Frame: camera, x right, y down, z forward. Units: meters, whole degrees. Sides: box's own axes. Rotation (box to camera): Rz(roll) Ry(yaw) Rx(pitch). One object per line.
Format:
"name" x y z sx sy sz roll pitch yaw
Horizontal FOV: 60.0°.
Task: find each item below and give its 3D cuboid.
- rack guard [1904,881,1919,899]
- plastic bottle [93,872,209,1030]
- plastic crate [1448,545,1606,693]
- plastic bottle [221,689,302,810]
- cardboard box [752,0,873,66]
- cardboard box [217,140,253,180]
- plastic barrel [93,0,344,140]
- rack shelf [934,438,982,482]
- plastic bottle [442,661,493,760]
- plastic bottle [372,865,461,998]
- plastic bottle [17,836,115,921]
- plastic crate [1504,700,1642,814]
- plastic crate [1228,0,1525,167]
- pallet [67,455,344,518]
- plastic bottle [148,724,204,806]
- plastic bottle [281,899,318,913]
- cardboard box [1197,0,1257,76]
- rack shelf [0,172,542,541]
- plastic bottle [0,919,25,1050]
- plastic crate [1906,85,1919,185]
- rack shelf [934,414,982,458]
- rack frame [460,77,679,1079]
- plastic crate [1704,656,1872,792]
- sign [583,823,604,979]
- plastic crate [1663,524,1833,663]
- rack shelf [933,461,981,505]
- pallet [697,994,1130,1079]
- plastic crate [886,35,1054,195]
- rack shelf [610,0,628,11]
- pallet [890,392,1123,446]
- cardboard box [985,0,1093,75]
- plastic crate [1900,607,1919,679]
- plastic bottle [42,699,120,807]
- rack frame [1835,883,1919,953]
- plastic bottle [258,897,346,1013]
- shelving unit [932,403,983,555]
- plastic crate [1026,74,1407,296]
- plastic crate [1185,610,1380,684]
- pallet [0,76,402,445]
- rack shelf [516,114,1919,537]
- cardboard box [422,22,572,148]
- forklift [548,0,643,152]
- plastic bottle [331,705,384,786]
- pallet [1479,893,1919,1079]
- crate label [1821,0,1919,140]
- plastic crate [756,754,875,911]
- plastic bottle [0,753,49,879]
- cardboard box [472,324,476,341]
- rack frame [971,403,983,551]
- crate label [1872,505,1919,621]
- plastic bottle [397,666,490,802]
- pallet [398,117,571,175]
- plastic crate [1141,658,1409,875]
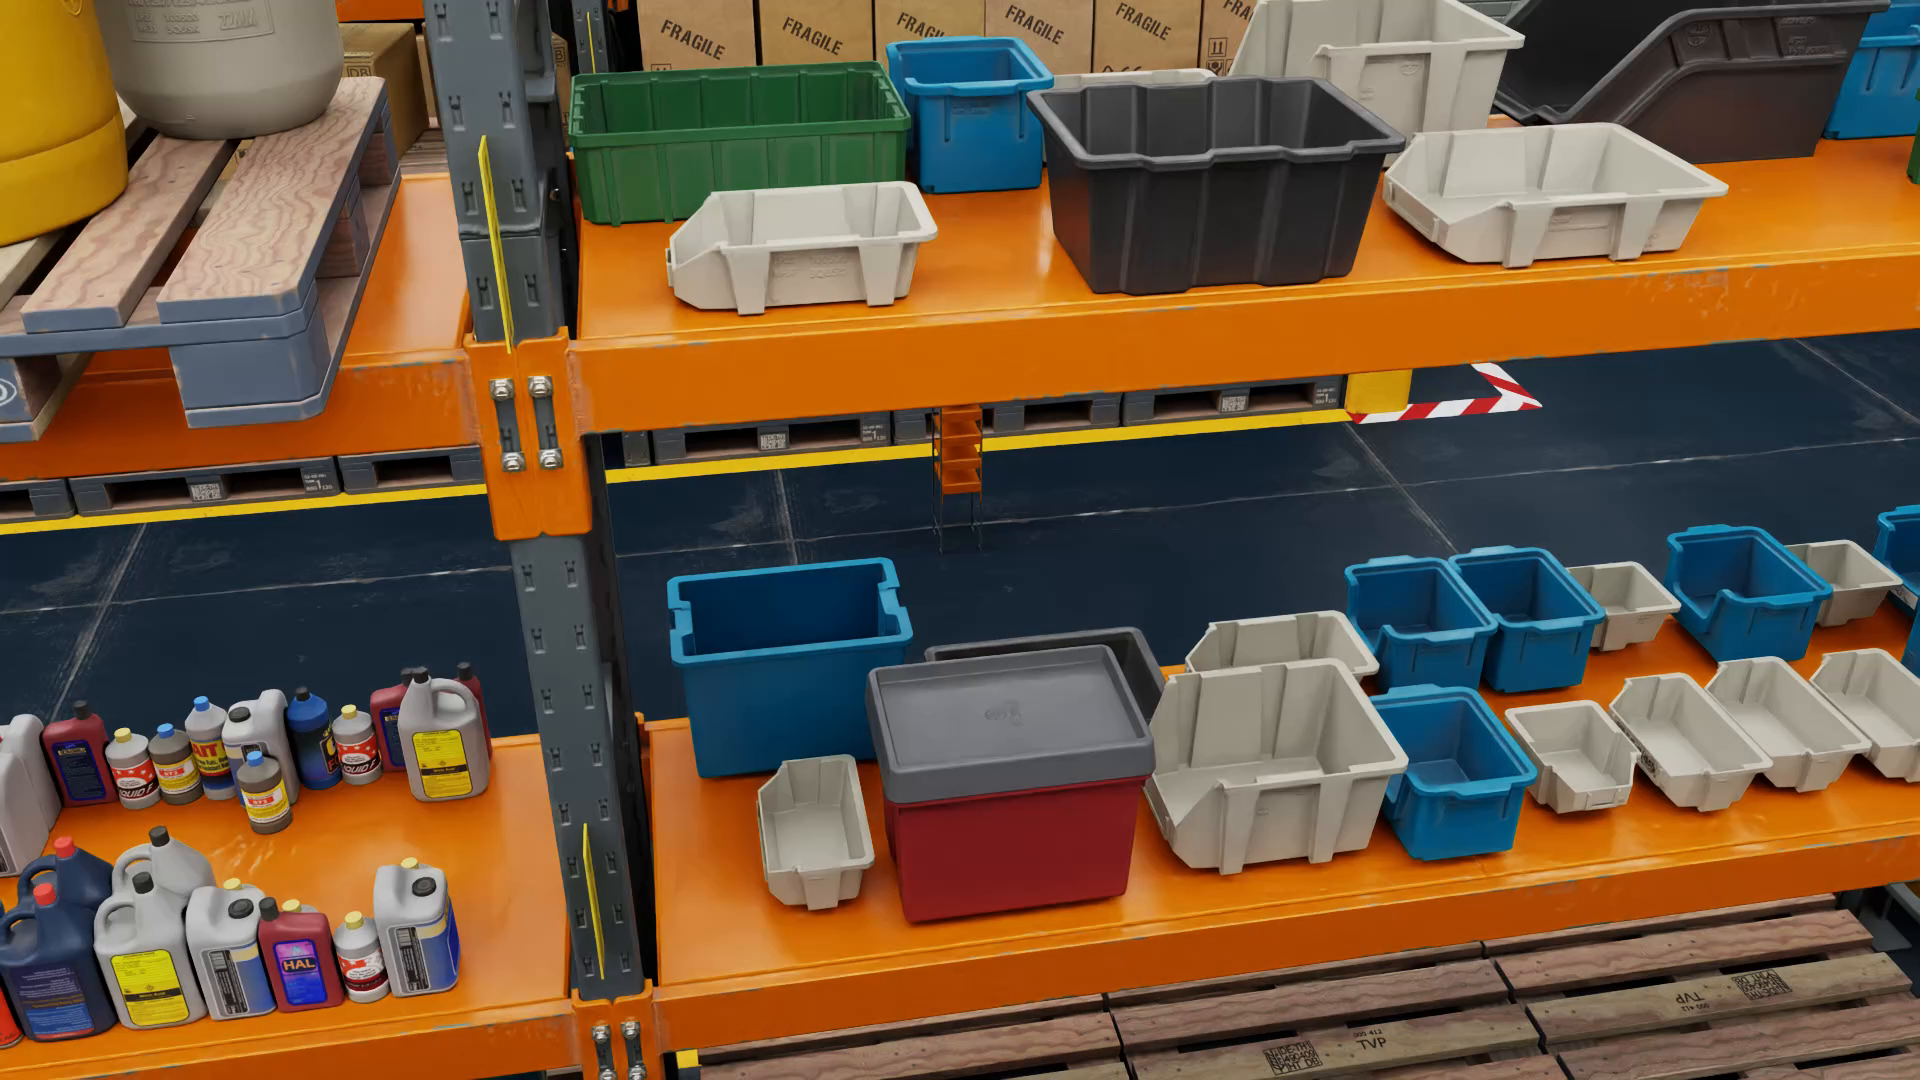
"rack guard" 3.134 1.267 5.102 0.348 0.500 1.175 -5 31 -9
"plastic bottle" -1.668 0.831 3.425 0.185 0.351 0.144 -5 31 -9
"plastic crate" 1.515 0.223 4.518 0.300 0.233 0.416 -5 31 -9
"plastic bottle" -1.706 0.502 4.059 0.135 0.276 0.152 -5 31 -9
"cardboard box" -0.689 -2.331 7.670 0.500 0.500 0.500 -6 31 -10
"cardboard box" -3.438 -1.939 7.575 0.500 0.500 0.700 -13 33 -21
"plastic barrel" -1.385 -1.047 3.063 0.433 0.535 0.433 0 30 0
"rack shelf" -0.014 -0.374 7.527 0.180 0.103 0.258 -5 31 -9
"plastic bottle" -1.260 0.434 4.167 0.133 0.283 0.061 -5 31 -9
"plastic bottle" -1.152 0.814 3.529 0.135 0.276 0.152 -5 31 -9
"plastic bottle" -1.875 0.776 3.519 0.185 0.351 0.144 -5 31 -9
"plastic crate" 1.498 0.544 4.067 0.250 0.136 0.298 -5 31 -9
"plastic crate" 0.877 -0.996 3.641 0.530 0.282 0.437 -5 31 -9
"pallet" -3.707 -0.499 8.390 1.213 0.211 1.003 -5 31 -9
"plastic bottle" -1.921 0.540 4.068 0.097 0.201 0.097 0 30 0
"plastic bottle" -1.403 0.852 3.538 0.097 0.201 0.097 0 30 0
"cardboard box" 1.339 -2.522 7.995 0.500 0.500 0.500 -4 31 -8
"rack shelf" -2.790 -0.237 2.945 4.000 0.370 1.077 -5 31 -9
"plastic bottle" -2.007 0.893 3.394 0.135 0.276 0.152 -5 31 -9
"plastic crate" 2.193 -0.771 3.352 0.336 0.188 0.450 -5 31 -9
"rack shelf" -0.014 -0.478 7.466 0.180 0.103 0.258 -5 31 -9
"rack frame" -0.822 0.563 3.833 0.127 3.000 1.000 -5 31 -9
"plastic crate" 2.055 0.470 4.193 0.243 0.136 0.396 -5 31 -9
"sign" -0.725 0.718 3.296 0.005 0.325 0.100 -5 31 -9
"plastic crate" 2.163 0.163 4.620 0.300 0.233 0.416 -5 31 -9
"rack shelf" -0.014 -0.271 7.588 0.180 0.103 0.258 -5 31 -9
"pallet" -0.106 1.679 4.687 1.213 0.211 1.003 -5 31 -9
"plastic crate" 0.016 -0.900 3.527 0.300 0.233 0.416 -5 31 -9
"rack shelf" -0.639 -4.249 12.726 4.000 0.370 1.077 -5 31 -9
"pallet" 0.167 -0.880 9.039 1.213 0.211 1.003 -5 31 -9
"cardboard box" 0.324 -2.425 7.830 0.500 0.500 0.500 -4 31 -7
"plastic crate" 2.817 0.280 4.220 0.499 0.435 0.616 -5 31 -9
"plastic bottle" -2.133 0.515 4.030 0.133 0.283 0.061 -5 31 -9
"rack frame" 3.112 0.198 4.454 0.127 3.000 1.000 -5 31 -9
"plastic bottle" -1.371 0.854 3.453 0.133 0.283 0.061 -5 31 -9
"shelving unit" -0.014 -0.516 7.444 0.189 1.200 0.258 -5 31 -9
"plastic crate" 0.449 -0.650 3.066 0.590 0.269 0.497 -5 31 -9
"plastic crate" 0.836 0.342 4.410 0.466 0.136 0.293 -5 31 -9
"pallet" -1.576 -0.528 2.916 1.003 0.211 1.213 -5 31 -9
"rack shelf" 1.145 -0.602 3.566 4.000 0.370 1.077 -5 31 -9
"cardboard box" -2.217 -2.199 8.018 0.500 0.500 0.700 -16 34 -25
"forklift" -2.423 -3.032 10.014 3.031 2.935 1.130 25 39 36
"plastic bottle" -1.501 0.501 4.134 0.097 0.201 0.097 0 30 0
"pallet" 2.294 1.456 5.066 1.213 0.211 1.003 -5 31 -9
"crate label" 2.147 -1.108 3.862 0.502 0.251 0.408 -5 31 -9
"plastic crate" -0.339 0.680 3.836 0.243 0.136 0.396 -5 31 -9
"plastic bottle" -2.230 0.629 3.843 0.135 0.276 0.152 -5 31 -9
"cardboard box" -2.145 -0.831 8.236 0.500 0.500 0.500 -5 31 -9
"rack frame" 0.076 -0.524 7.458 0.006 1.200 0.240 -5 31 -9
"crate label" 2.810 0.103 4.722 0.303 0.233 0.416 -5 31 -9
"plastic bottle" -1.267 0.459 4.060 0.185 0.351 0.144 -5 31 -9
"pallet" -2.517 -1.806 8.051 1.213 0.211 1.003 -5 31 -9
"plastic crate" 0.713 0.541 3.929 0.530 0.282 0.437 -5 31 -9
